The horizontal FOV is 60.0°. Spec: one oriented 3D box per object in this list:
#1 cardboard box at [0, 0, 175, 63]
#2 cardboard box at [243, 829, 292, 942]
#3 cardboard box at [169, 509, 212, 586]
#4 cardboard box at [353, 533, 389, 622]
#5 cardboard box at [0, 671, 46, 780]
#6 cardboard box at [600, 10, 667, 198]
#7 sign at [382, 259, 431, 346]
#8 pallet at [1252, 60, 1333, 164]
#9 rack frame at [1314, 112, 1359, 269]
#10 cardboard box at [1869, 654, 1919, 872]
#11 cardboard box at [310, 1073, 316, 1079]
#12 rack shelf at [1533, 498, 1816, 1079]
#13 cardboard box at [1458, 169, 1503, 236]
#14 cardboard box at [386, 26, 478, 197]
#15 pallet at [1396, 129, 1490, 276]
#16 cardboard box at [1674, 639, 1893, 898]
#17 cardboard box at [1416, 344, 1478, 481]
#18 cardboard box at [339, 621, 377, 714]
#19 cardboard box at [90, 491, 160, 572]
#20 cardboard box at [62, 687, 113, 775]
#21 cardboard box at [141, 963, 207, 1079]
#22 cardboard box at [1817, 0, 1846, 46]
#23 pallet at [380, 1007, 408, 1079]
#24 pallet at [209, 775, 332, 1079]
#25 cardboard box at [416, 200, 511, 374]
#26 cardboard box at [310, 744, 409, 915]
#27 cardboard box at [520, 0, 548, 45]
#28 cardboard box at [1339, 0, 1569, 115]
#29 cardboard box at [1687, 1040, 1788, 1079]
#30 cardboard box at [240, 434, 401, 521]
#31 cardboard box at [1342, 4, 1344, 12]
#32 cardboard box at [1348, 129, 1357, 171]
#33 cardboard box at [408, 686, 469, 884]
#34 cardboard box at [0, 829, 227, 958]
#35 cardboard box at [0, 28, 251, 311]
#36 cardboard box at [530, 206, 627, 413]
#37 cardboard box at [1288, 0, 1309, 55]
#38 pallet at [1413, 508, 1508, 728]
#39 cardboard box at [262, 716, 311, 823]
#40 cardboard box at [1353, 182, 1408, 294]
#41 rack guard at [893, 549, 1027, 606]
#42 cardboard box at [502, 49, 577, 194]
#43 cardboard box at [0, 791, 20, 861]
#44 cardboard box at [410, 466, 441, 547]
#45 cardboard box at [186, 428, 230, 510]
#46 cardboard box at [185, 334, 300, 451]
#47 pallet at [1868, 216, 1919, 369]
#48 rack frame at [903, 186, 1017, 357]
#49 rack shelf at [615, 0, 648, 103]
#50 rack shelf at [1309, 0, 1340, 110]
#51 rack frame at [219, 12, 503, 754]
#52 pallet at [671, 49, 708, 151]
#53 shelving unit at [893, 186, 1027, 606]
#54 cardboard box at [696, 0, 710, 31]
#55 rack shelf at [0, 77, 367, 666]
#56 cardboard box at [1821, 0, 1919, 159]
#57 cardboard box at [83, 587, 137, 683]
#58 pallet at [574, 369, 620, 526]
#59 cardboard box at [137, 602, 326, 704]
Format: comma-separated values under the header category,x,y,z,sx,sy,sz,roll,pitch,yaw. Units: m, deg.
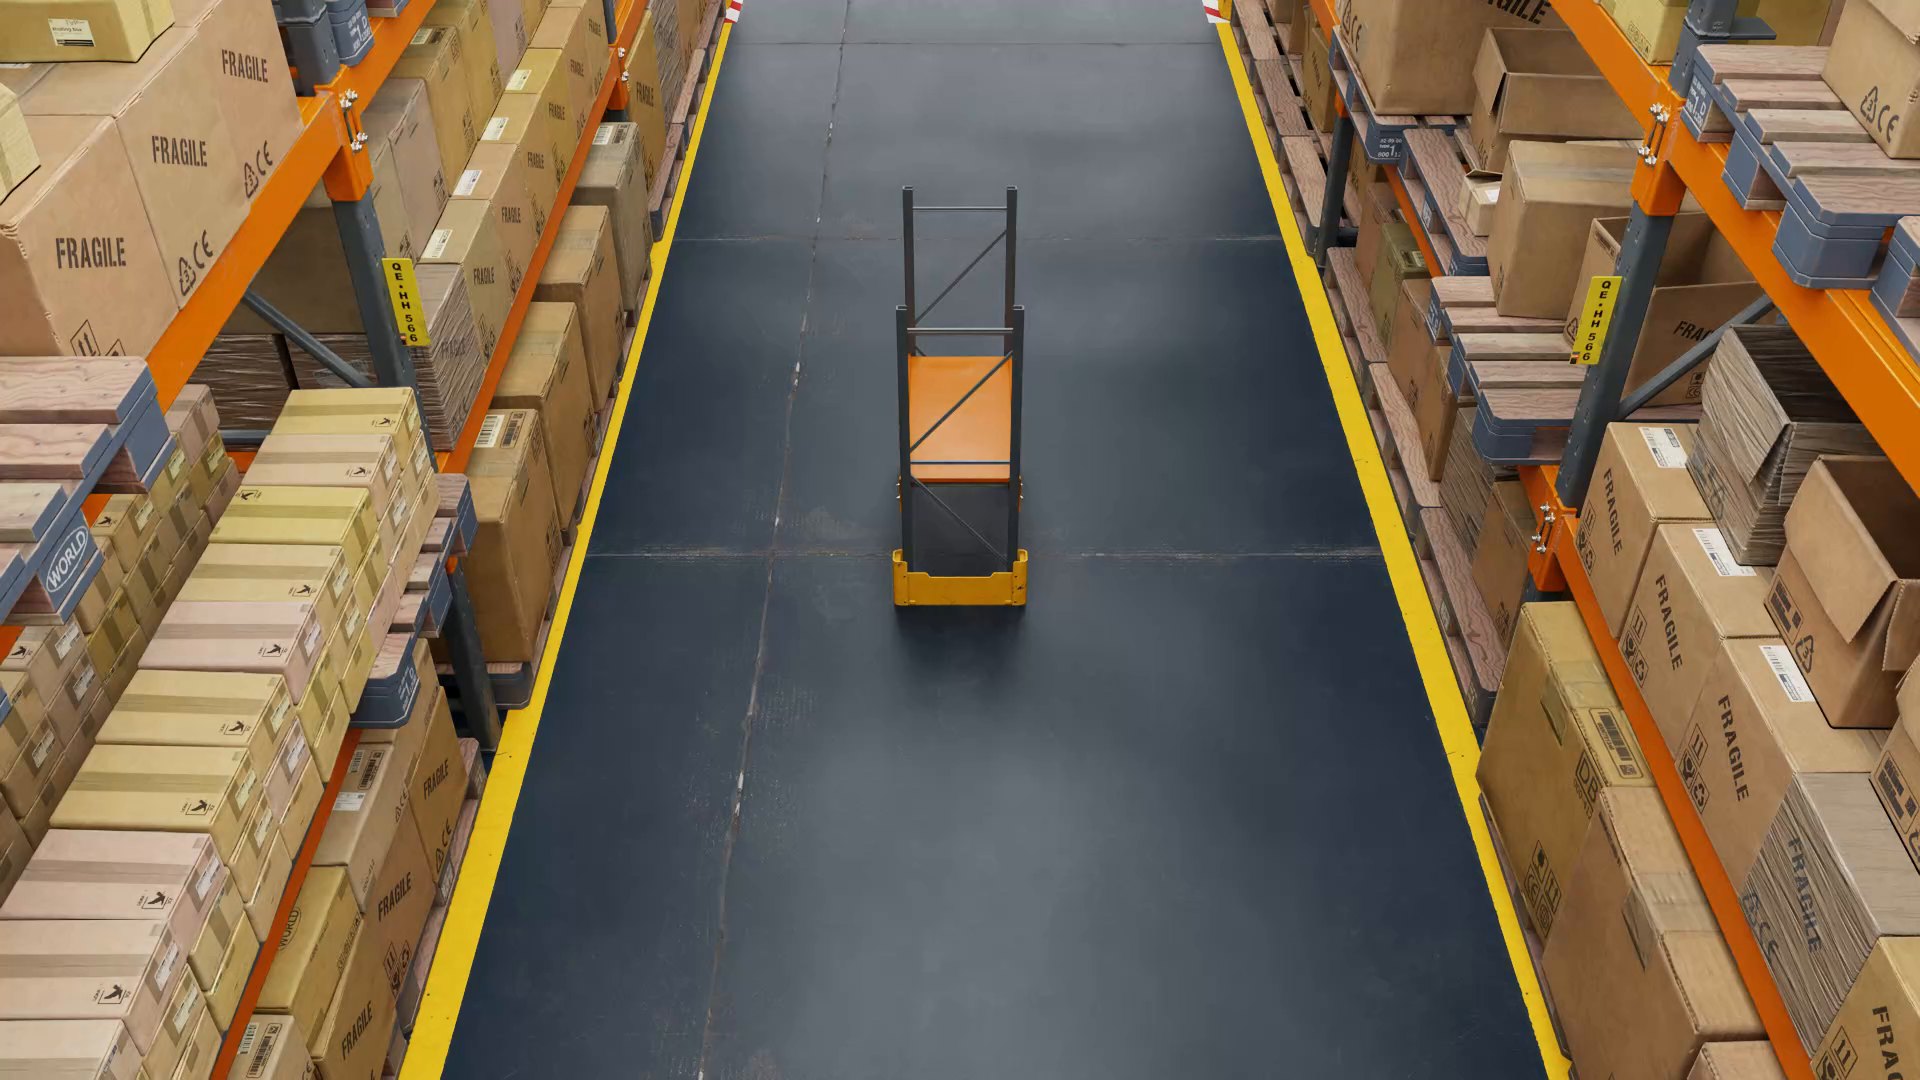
category,x,y,z,sx,sy,sz,roll,pitch,yaw
cardboard box,-2.087,-1.286,3.865,0.396,0.266,0.258,0,39,0
cardboard box,-1.903,0.863,4.139,0.380,0.149,0.250,-2,39,-2
cardboard box,-2.564,0.031,5.178,0.380,0.149,0.250,2,39,2
cardboard box,-1.902,0.107,4.845,0.380,0.149,0.250,1,39,1
cardboard box,-2.553,0.462,4.164,0.380,0.149,0.250,1,39,1
cardboard box,-2.298,-2.581,9.935,0.875,0.875,0.875,1,39,1
sign,-1.820,-0.778,5.460,0.100,0.325,0.005,0,39,0
pallet,2.552,-2.890,11.187,1.003,0.211,1.213,0,39,0
rack frame,2.592,-2.793,8.837,1.000,3.000,0.127,0,39,0
cardboard box,2.587,0.562,3.768,0.797,0.503,0.637,1,39,1
cardboard box,-2.110,1.841,4.717,0.500,0.500,0.500,1,39,1
rack shelf,2.599,1.240,4.380,1.077,0.370,4.000,0,39,0
cardboard box,2.325,-1.446,6.927,0.396,0.266,0.258,-1,39,-1
cardboard box,-2.358,-1.698,6.591,0.700,0.500,0.500,-1,39,-1
pallet,2.554,-1.455,7.320,1.003,0.211,1.213,0,39,0
cardboard box,2.332,0.616,4.502,0.500,0.500,0.500,-1,39,-1
cardboard box,2.555,-0.608,7.757,0.700,0.500,0.500,3,39,4
cardboard box,-1.907,0.363,4.763,0.380,0.149,0.250,-1,39,-1
cardboard box,-2.557,-0.039,4.789,0.380,0.149,0.250,0,39,0
cardboard box,-2.559,0.535,4.549,0.380,0.149,0.250,1,39,1
cardboard box,-1.905,1.067,3.647,0.380,0.149,0.250,1,39,2
cardboard box,2.851,-1.698,5.191,0.500,0.250,0.500,1,39,1
pallet,-2.365,1.987,5.102,1.003,0.211,1.213,0,39,0
pallet,-2.320,0.961,4.305,1.003,0.211,1.213,0,39,0
cardboard box,-2.097,-0.989,6.506,0.500,0.500,0.500,0,39,0
cardboard box,-2.089,0.911,5.278,0.500,0.250,0.500,0,39,1
cardboard box,-2.359,-2.650,7.778,0.700,0.500,0.500,-1,39,-1
cardboard box,2.453,-2.694,7.898,1.000,1.000,1.000,0,39,0
cardboard box,2.579,1.916,4.324,1.225,0.875,0.875,-1,39,-2
cardboard box,-1.906,-0.186,4.973,0.380,0.149,0.250,0,39,-1
cardboard box,2.298,-2.829,9.083,0.380,0.149,0.250,0,39,0
cardboard box,2.624,-2.590,10.246,0.500,0.500,0.500,12,40,14
cardboard box,-2.101,0.872,5.927,0.500,0.500,0.500,0,39,0
cardboard box,-1.901,0.797,3.746,0.380,0.149,0.250,1,39,2
cardboard box,-2.095,-0.891,3.985,0.500,0.500,0.500,0,39,0
cardboard box,-2.280,-1.147,8.246,1.050,0.750,0.750,0,39,0
cardboard box,2.607,-3.719,11.655,0.500,0.500,0.500,10,40,12
pallet,2.598,0.308,7.197,1.003,0.211,1.213,0,39,0
cardboard box,-1.904,0.582,4.252,0.380,0.149,0.250,1,39,1
cardboard box,2.572,-1.605,9.002,0.700,0.500,0.500,-3,39,-4
rack guard,0.000,0.166,7.343,0.587,0.250,0.087,0,39,0
cardboard box,-2.099,-1.934,7.684,0.500,0.500,0.500,0,39,0
cardboard box,-2.556,0.743,4.051,0.380,0.149,0.250,1,39,2
cardboard box,-1.903,-0.109,5.352,0.380,0.149,0.250,1,39,1
cardboard box,-2.563,-0.231,5.267,0.380,0.149,0.250,2,39,2
cardboard box,-2.632,-0.672,6.110,0.500,0.500,0.500,0,39,0
pallet,2.655,-0.287,3.461,1.003,0.211,1.213,2,39,2
rack frame,-0.001,-0.957,7.744,0.500,1.500,0.032,0,39,0
rack shelf,-2.370,-3.823,10.697,1.077,0.370,4.000,0,39,0
rack shelf,2.590,-3.763,10.622,1.077,0.370,4.000,0,39,0
rack frame,-2.363,-0.351,5.790,1.000,3.000,0.127,0,39,0
pallet,-2.295,-3.005,11.331,1.003,0.211,1.213,0,39,0
shelving unit,0.000,-0.633,7.340,0.587,1.500,1.083,0,39,0
cardboard box,-2.305,-4.265,12.036,0.875,0.875,0.875,0,39,0
rack shelf,-2.361,0.010,3.516,1.077,0.370,4.000,0,39,0
cardboard box,2.670,-1.285,4.138,0.797,0.503,0.637,2,39,3
cardboard box,-2.557,0.263,4.650,0.380,0.149,0.250,0,39,0
pallet,-2.287,-0.517,8.227,1.003,0.211,1.213,0,39,0
cardboard box,-1.907,0.295,4.372,0.380,0.149,0.250,0,39,0
